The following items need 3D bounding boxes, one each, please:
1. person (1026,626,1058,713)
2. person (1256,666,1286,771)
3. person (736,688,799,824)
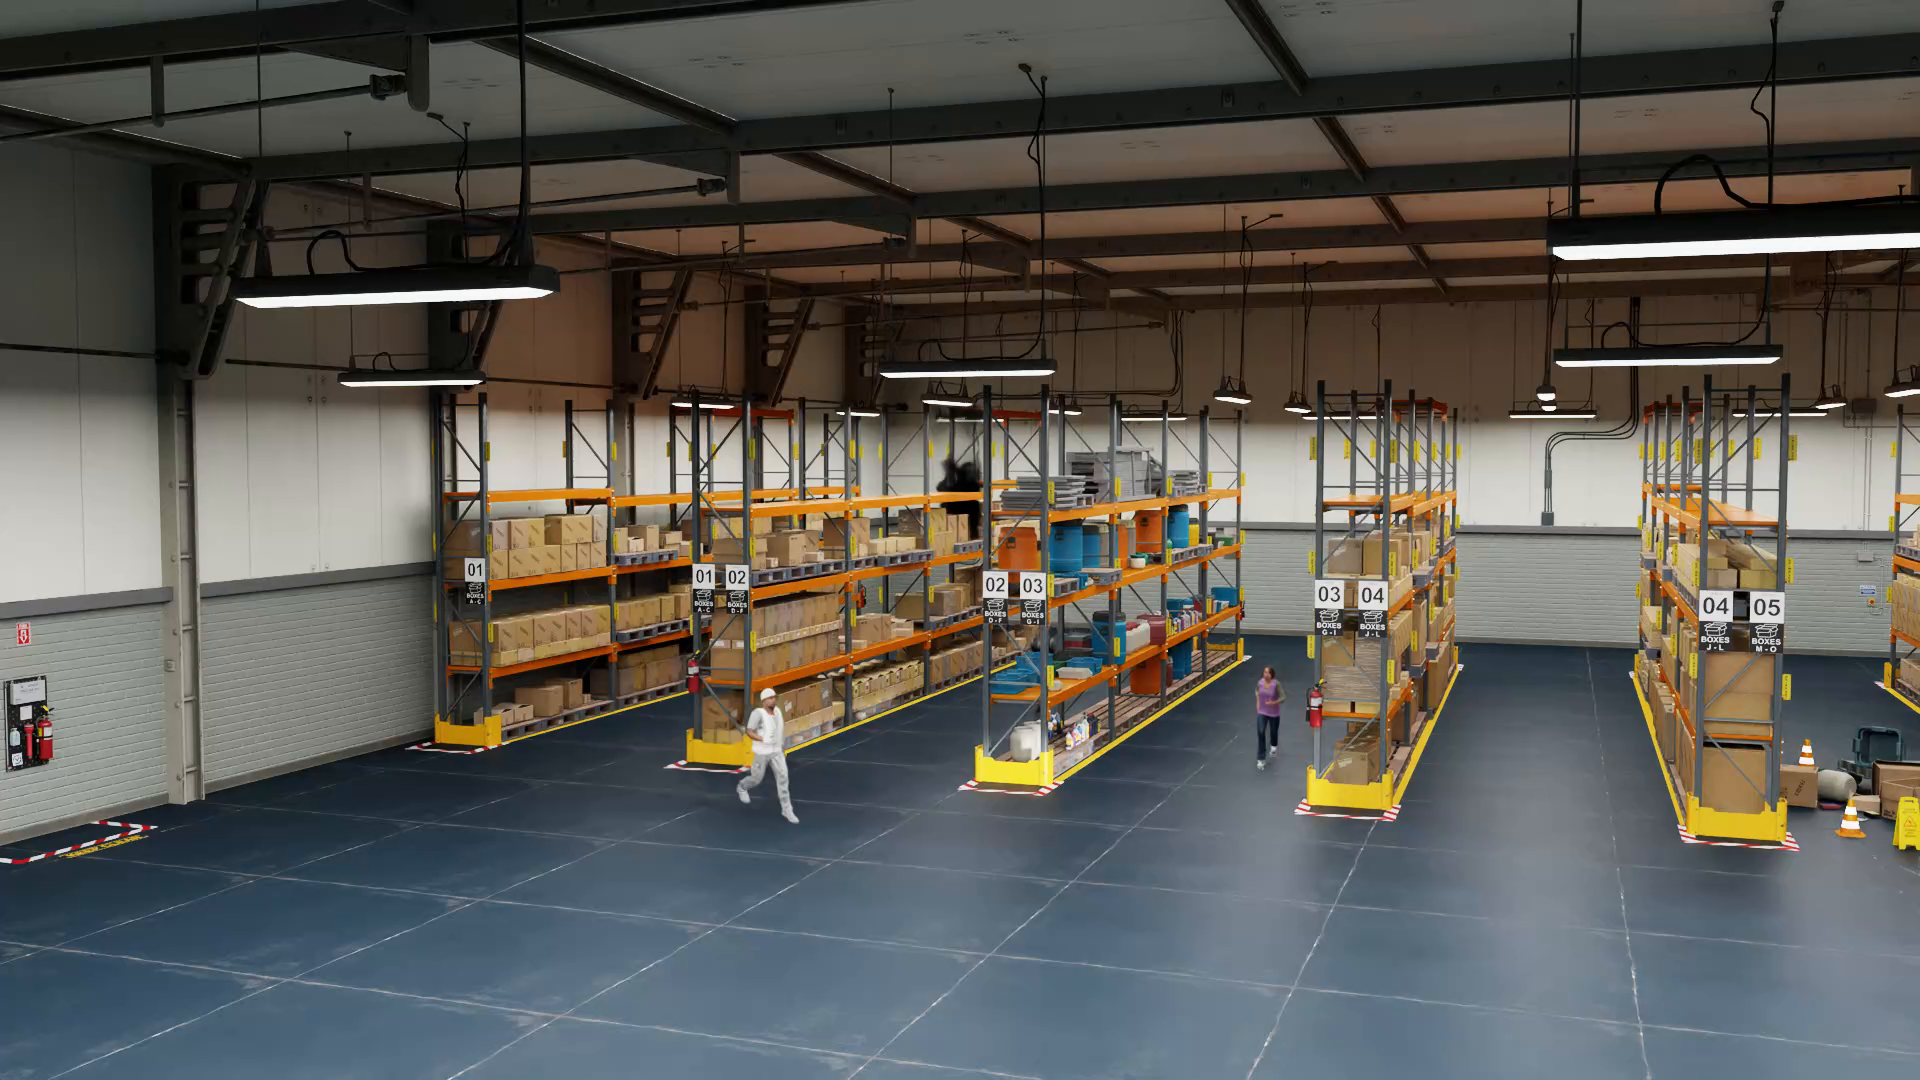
[{"bbox_3d":[1.601,2.466,32.121,0.687,1.681,0.640,1,3,15],"label":"person"},{"bbox_3d":[4.939,2.807,26.481,0.505,1.606,0.985,1,3,17],"label":"person"},{"bbox_3d":[-2.661,2.910,22.673,0.646,1.788,1.160,-3,4,-43],"label":"person"}]
